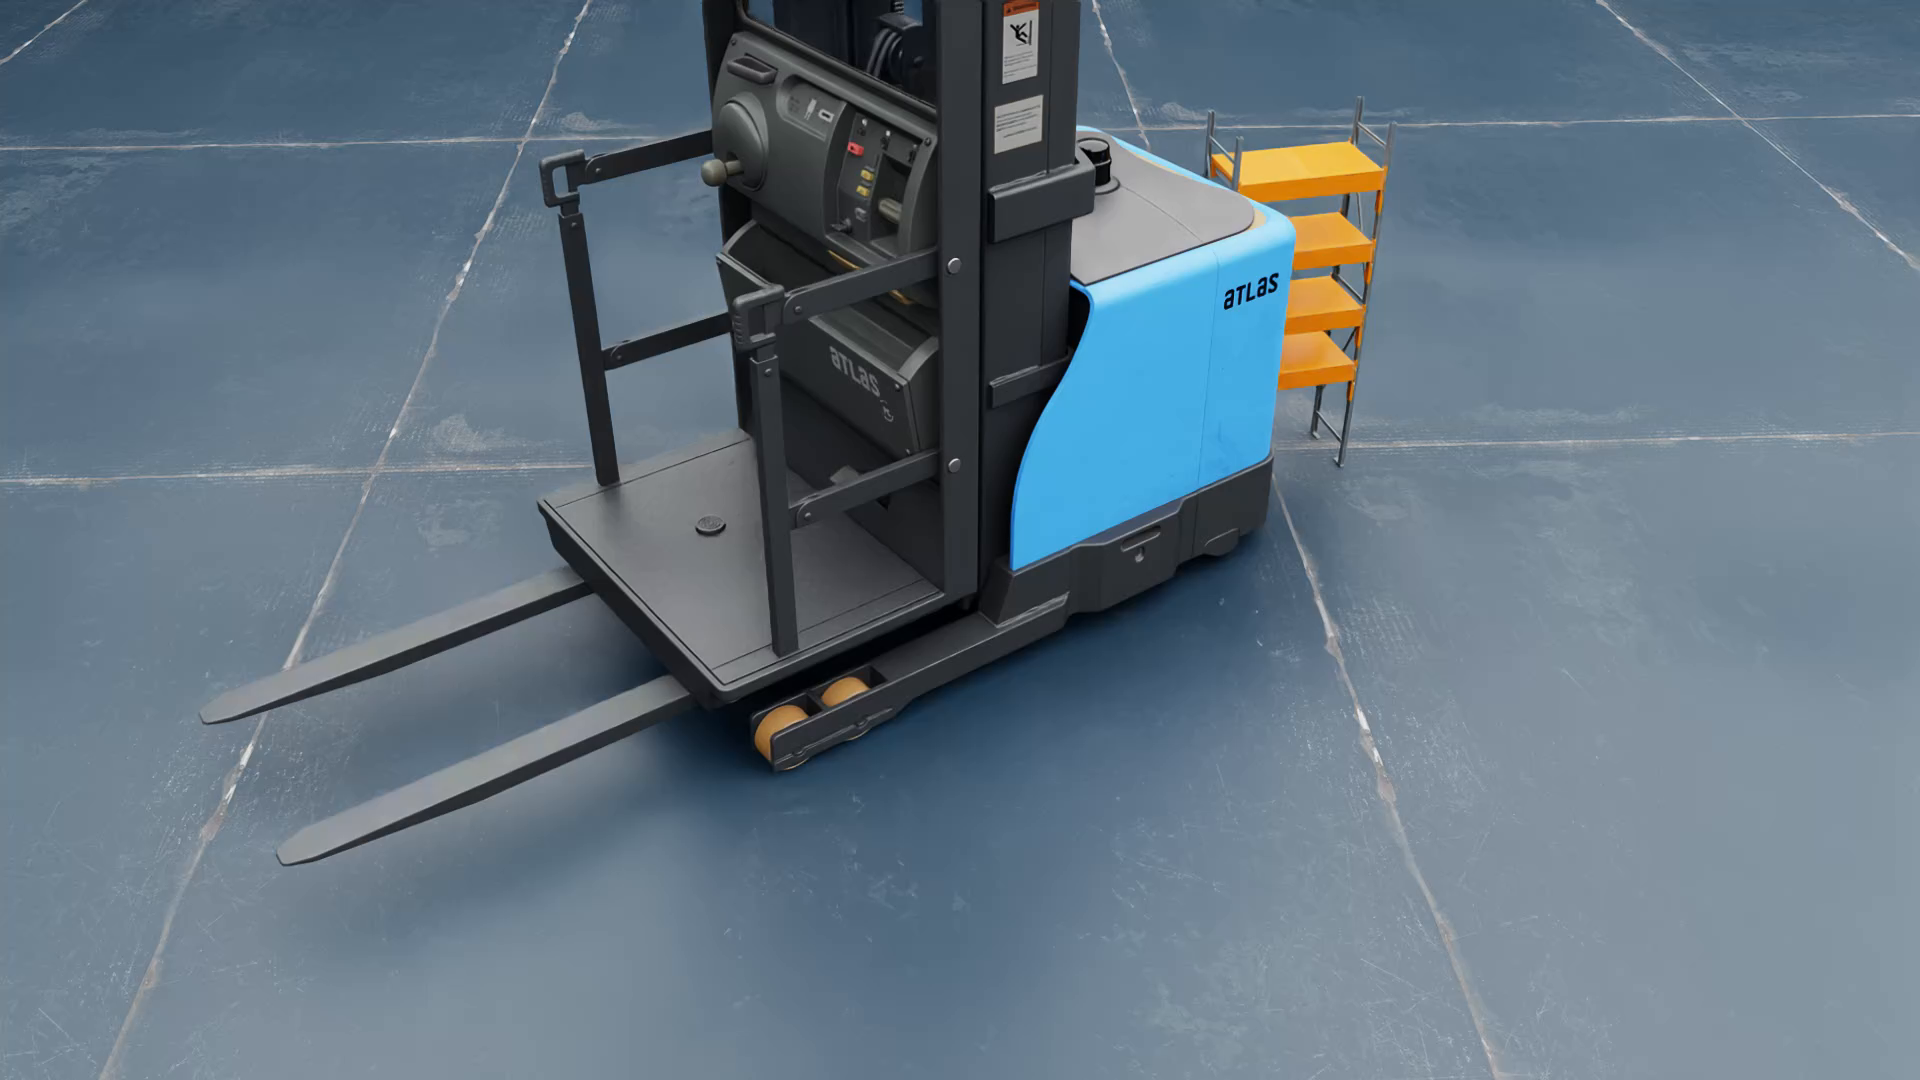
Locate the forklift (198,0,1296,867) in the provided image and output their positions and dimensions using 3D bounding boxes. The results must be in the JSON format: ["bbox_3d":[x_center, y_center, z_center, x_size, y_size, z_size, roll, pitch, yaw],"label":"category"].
[{"bbox_3d":[-0.523,-0.944,4.039,3.031,2.935,1.130,-23,41,-29],"label":"forklift"}]

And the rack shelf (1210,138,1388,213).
[{"bbox_3d":[1.022,-1.094,5.086,0.480,0.148,0.258,-8,36,-12],"label":"rack shelf"}]

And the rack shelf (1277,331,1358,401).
[{"bbox_3d":[1.022,-0.552,5.460,0.480,0.148,0.258,-8,36,-12],"label":"rack shelf"}]

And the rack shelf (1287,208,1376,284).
[{"bbox_3d":[1.022,-0.899,5.220,0.480,0.148,0.258,-8,36,-12],"label":"rack shelf"}]

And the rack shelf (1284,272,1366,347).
[{"bbox_3d":[1.022,-0.715,5.347,0.480,0.148,0.258,-8,36,-12],"label":"rack shelf"}]

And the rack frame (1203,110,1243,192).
[{"bbox_3d":[0.786,-0.736,5.259,0.015,1.200,0.240,-8,36,-12],"label":"rack frame"}]

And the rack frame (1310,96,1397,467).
[{"bbox_3d":[1.258,-0.806,5.360,0.015,1.200,0.240,-8,36,-12],"label":"rack frame"}]

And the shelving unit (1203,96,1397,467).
[{"bbox_3d":[1.022,-0.771,5.309,0.503,1.200,0.258,-8,36,-12],"label":"shelving unit"}]
